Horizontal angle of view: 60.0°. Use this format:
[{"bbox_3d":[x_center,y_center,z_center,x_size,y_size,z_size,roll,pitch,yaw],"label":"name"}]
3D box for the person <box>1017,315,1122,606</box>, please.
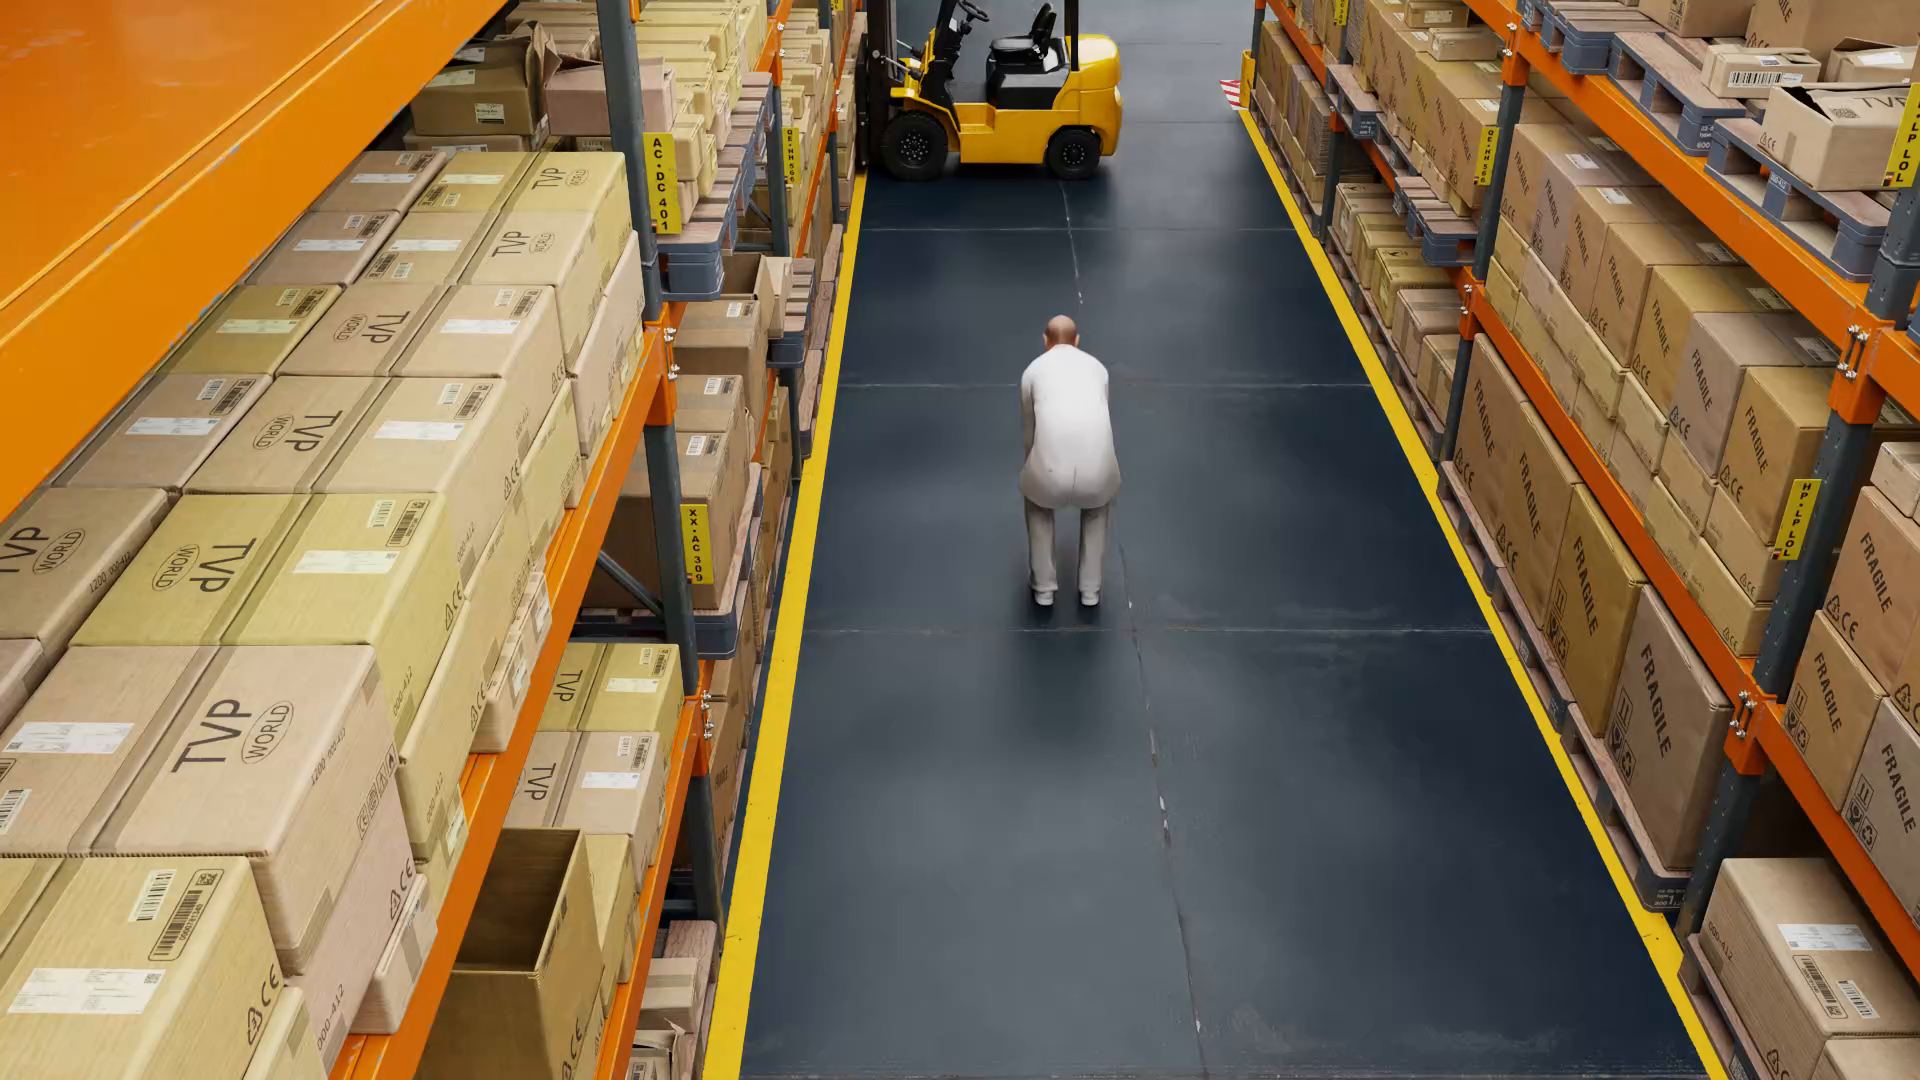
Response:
[{"bbox_3d":[0.578,-0.415,9.011,0.560,1.403,0.858,-1,31,-2],"label":"person"}]
